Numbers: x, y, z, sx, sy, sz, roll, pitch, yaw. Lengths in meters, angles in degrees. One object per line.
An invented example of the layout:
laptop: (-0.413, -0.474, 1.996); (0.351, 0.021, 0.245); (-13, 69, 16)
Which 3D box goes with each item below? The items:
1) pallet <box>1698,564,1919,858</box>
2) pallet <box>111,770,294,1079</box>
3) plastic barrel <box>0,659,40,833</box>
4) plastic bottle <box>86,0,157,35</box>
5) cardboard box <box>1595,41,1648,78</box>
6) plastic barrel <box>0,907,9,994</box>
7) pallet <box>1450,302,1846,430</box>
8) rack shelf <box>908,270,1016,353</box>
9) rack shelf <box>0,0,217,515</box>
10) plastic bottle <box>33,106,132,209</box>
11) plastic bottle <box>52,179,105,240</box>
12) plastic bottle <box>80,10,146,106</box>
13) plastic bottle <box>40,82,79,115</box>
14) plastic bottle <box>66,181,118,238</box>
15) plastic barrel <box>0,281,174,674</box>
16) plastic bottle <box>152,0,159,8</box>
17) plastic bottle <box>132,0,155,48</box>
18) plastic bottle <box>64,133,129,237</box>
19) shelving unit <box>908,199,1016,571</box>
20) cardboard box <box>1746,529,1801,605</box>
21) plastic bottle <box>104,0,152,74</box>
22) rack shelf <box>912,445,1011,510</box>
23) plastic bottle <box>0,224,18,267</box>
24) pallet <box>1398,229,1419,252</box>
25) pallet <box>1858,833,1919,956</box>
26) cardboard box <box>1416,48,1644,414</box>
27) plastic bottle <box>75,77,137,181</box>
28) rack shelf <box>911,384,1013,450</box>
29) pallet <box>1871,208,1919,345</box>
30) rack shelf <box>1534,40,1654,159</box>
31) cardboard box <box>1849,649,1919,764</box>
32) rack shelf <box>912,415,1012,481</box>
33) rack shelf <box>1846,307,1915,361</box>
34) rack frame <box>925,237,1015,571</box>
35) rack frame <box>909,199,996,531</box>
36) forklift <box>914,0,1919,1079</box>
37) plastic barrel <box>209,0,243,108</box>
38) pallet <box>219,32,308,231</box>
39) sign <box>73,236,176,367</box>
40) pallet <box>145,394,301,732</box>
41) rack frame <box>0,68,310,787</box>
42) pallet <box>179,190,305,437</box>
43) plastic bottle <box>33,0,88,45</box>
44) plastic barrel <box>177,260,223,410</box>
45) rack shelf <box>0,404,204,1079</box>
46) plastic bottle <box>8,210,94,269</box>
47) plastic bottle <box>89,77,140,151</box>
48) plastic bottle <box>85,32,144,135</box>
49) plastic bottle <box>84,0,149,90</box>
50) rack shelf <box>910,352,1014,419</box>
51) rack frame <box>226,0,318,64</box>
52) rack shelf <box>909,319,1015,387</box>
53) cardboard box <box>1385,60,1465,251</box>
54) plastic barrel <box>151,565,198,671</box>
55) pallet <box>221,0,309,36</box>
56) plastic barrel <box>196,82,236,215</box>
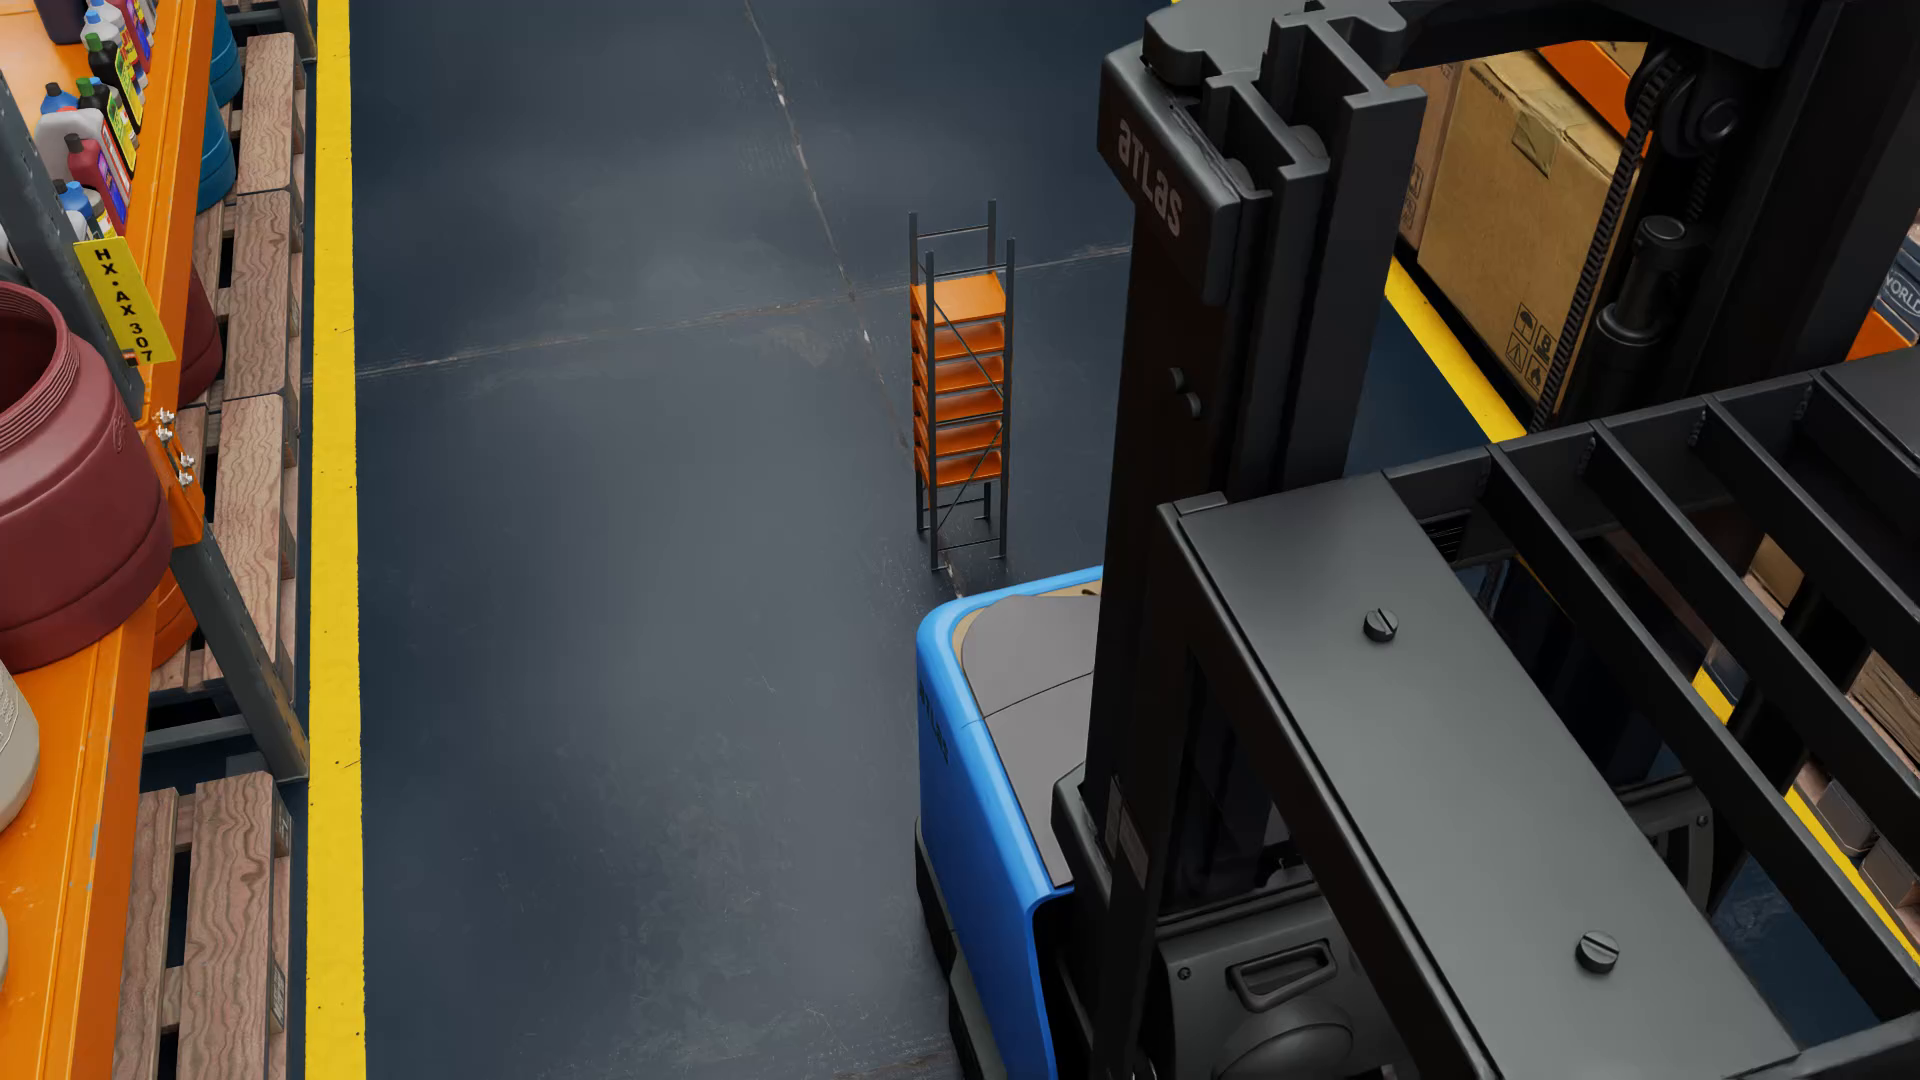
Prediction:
pallet: (2.688, 0.272, 4.836); (1.003, 0.211, 1.213); (-11, 47, -10)
pallet: (-2.137, 1.179, 3.946); (1.003, 0.211, 1.213); (-11, 47, -10)
plastic barrel: (-1.828, 0.294, 2.784); (0.421, 0.512, 0.421); (0, 46, 0)
plastic bottle: (-2.451, -1.610, 4.815); (0.152, 0.276, 0.135); (-11, 47, -10)
cardboard box: (2.124, -1.574, 4.623); (0.500, 0.500, 0.500); (-9, 46, -9)
plastic barrel: (-1.720, 0.584, 2.499); (0.421, 0.512, 0.421); (0, 46, 0)
pallet: (2.361, -0.826, 5.912); (1.003, 0.211, 1.213); (-11, 47, -10)
rack shelf: (0.004, -0.631, 4.586); (0.258, 0.103, 0.180); (-11, 47, -10)
rack shelf: (-2.810, -1.468, 5.092); (1.077, 0.370, 4.000); (-11, 47, -10)
plastic bottle: (-2.215, -0.972, 4.190); (0.152, 0.276, 0.135); (-11, 47, -10)
plastic bottle: (-2.100, -0.736, 3.962); (0.097, 0.271, 0.097); (0, 46, 0)
plastic bottle: (-2.311, -1.307, 4.521); (0.097, 0.271, 0.097); (0, 46, 0)
plastic bottle: (-2.277, -1.045, 4.264); (0.097, 0.271, 0.097); (0, 46, 0)
plastic bottle: (-2.125, -0.779, 4.052); (0.097, 0.201, 0.097); (0, 46, 0)
plastic barrel: (-1.886, -0.121, 3.173); (0.600, 0.536, 0.708); (-11, 47, -10)
plastic bottle: (-2.489, -1.748, 4.897); (0.144, 0.351, 0.185); (-11, 47, -10)
plastic bottle: (-2.395, -1.534, 4.743); (0.097, 0.271, 0.097); (0, 46, 0)
plastic bottle: (-2.136, -0.891, 4.104); (0.061, 0.283, 0.133); (-11, 47, -10)
shelving unit: (0.004, -0.410, 4.812); (0.258, 1.200, 0.189); (-11, 47, -10)
cardboard box: (2.681, -0.064, 4.655); (0.700, 0.500, 0.500); (-13, 47, -12)
plastic bottle: (-2.348, -1.462, 4.664); (0.061, 0.283, 0.133); (-11, 47, -10)
rack shelf: (0.004, -0.211, 5.015); (0.258, 0.103, 0.180); (-11, 47, -10)
plastic bottle: (-2.243, -0.625, 3.849); (0.152, 0.276, 0.135); (-11, 47, -10)
pallet: (2.052, -1.667, 6.736); (1.003, 0.211, 1.213); (-11, 47, -10)
pallet: (2.997, 1.112, 4.012); (1.003, 0.211, 1.213); (-11, 47, -10)
cardboard box: (2.333, -1.128, 5.449); (1.225, 0.875, 0.875); (-13, 47, -12)
plastic bottle: (-2.205, -1.076, 4.286); (0.061, 0.283, 0.133); (-11, 47, -10)
rack shelf: (0.004, -0.379, 4.843); (0.258, 0.103, 0.180); (-11, 47, -10)
pallet: (2.775, -0.704, 3.974); (1.213, 0.211, 1.003); (-11, 47, -10)
rack shelf: (1.978, -2.373, 5.979); (1.077, 0.370, 4.000); (-11, 47, -10)
cardboard box: (2.835, 0.316, 4.282); (0.700, 0.500, 0.500); (-14, 47, -14)
rack shelf: (0.004, -0.295, 4.929); (0.258, 0.103, 0.180); (-11, 47, -10)
rack shelf: (3.002, 0.389, 3.273); (1.077, 0.370, 4.000); (-11, 47, -10)
rack frame: (0.027, -0.347, 4.750); (0.240, 1.200, 0.006); (-11, 47, -10)
rack frame: (-0.020, -0.473, 4.874); (0.240, 1.200, 0.006); (-11, 47, -10)
forklift: (0.821, 0.772, 2.442); (1.130, 2.935, 3.031); (-13, 47, -12)
plastic barrel: (-3.199, -2.134, 6.416); (0.600, 0.901, 0.708); (-11, 47, -10)
pallet: (-3.165, -1.584, 6.654); (1.003, 0.211, 1.213); (-11, 47, -10)
sign: (-1.768, -0.501, 3.527); (0.100, 0.325, 0.005); (-11, 47, -10)
pallet: (-2.540, 0.101, 5.003); (1.003, 0.211, 1.213); (-11, 47, -10)
rack frame: (-2.298, -0.339, 3.482); (1.000, 3.000, 0.127); (-11, 47, -10)
pallet: (-2.849, -0.740, 5.827); (1.003, 0.211, 1.213); (-11, 47, -10)
plastic bottle: (-2.601, -1.627, 4.779); (0.144, 0.351, 0.185); (-11, 47, -10)
plastic barrel: (-2.729, -0.756, 5.285); (0.600, 0.588, 0.708); (-11, 47, -10)
rack shelf: (-1.786, 1.294, 2.385); (1.077, 0.370, 4.000); (-11, 47, -10)
plastic bottle: (-2.096, -0.653, 3.877); (0.152, 0.276, 0.135); (-11, 47, -10)
plastic bottle: (-2.252, -1.123, 4.390); (0.097, 0.201, 0.097); (0, 46, 0)
plastic bottle: (-2.264, -1.235, 4.442); (0.061, 0.283, 0.133); (-11, 47, -10)
plastic bottle: (-2.336, -1.374, 4.587); (0.097, 0.271, 0.097); (0, 46, 0)
rack shelf: (0.004, -0.463, 4.758); (0.258, 0.103, 0.180); (-11, 47, -10)
rack frame: (-3.322, -3.100, 6.188); (1.000, 3.000, 0.127); (-11, 47, -10)
rack shelf: (0.004, -0.547, 4.672); (0.258, 0.103, 0.180); (-11, 47, -10)
cardboard box: (2.112, -1.745, 6.053); (1.225, 0.875, 0.875); (-11, 47, -10)
plastic barrel: (-2.440, -0.061, 4.435); (0.600, 0.830, 0.708); (-11, 47, -10)
pallet: (-3.548, -2.625, 7.674); (1.003, 0.211, 1.213); (-11, 47, -10)
plastic barrel: (-3.018, -1.645, 5.937); (0.600, 0.901, 0.708); (-11, 47, -10)
